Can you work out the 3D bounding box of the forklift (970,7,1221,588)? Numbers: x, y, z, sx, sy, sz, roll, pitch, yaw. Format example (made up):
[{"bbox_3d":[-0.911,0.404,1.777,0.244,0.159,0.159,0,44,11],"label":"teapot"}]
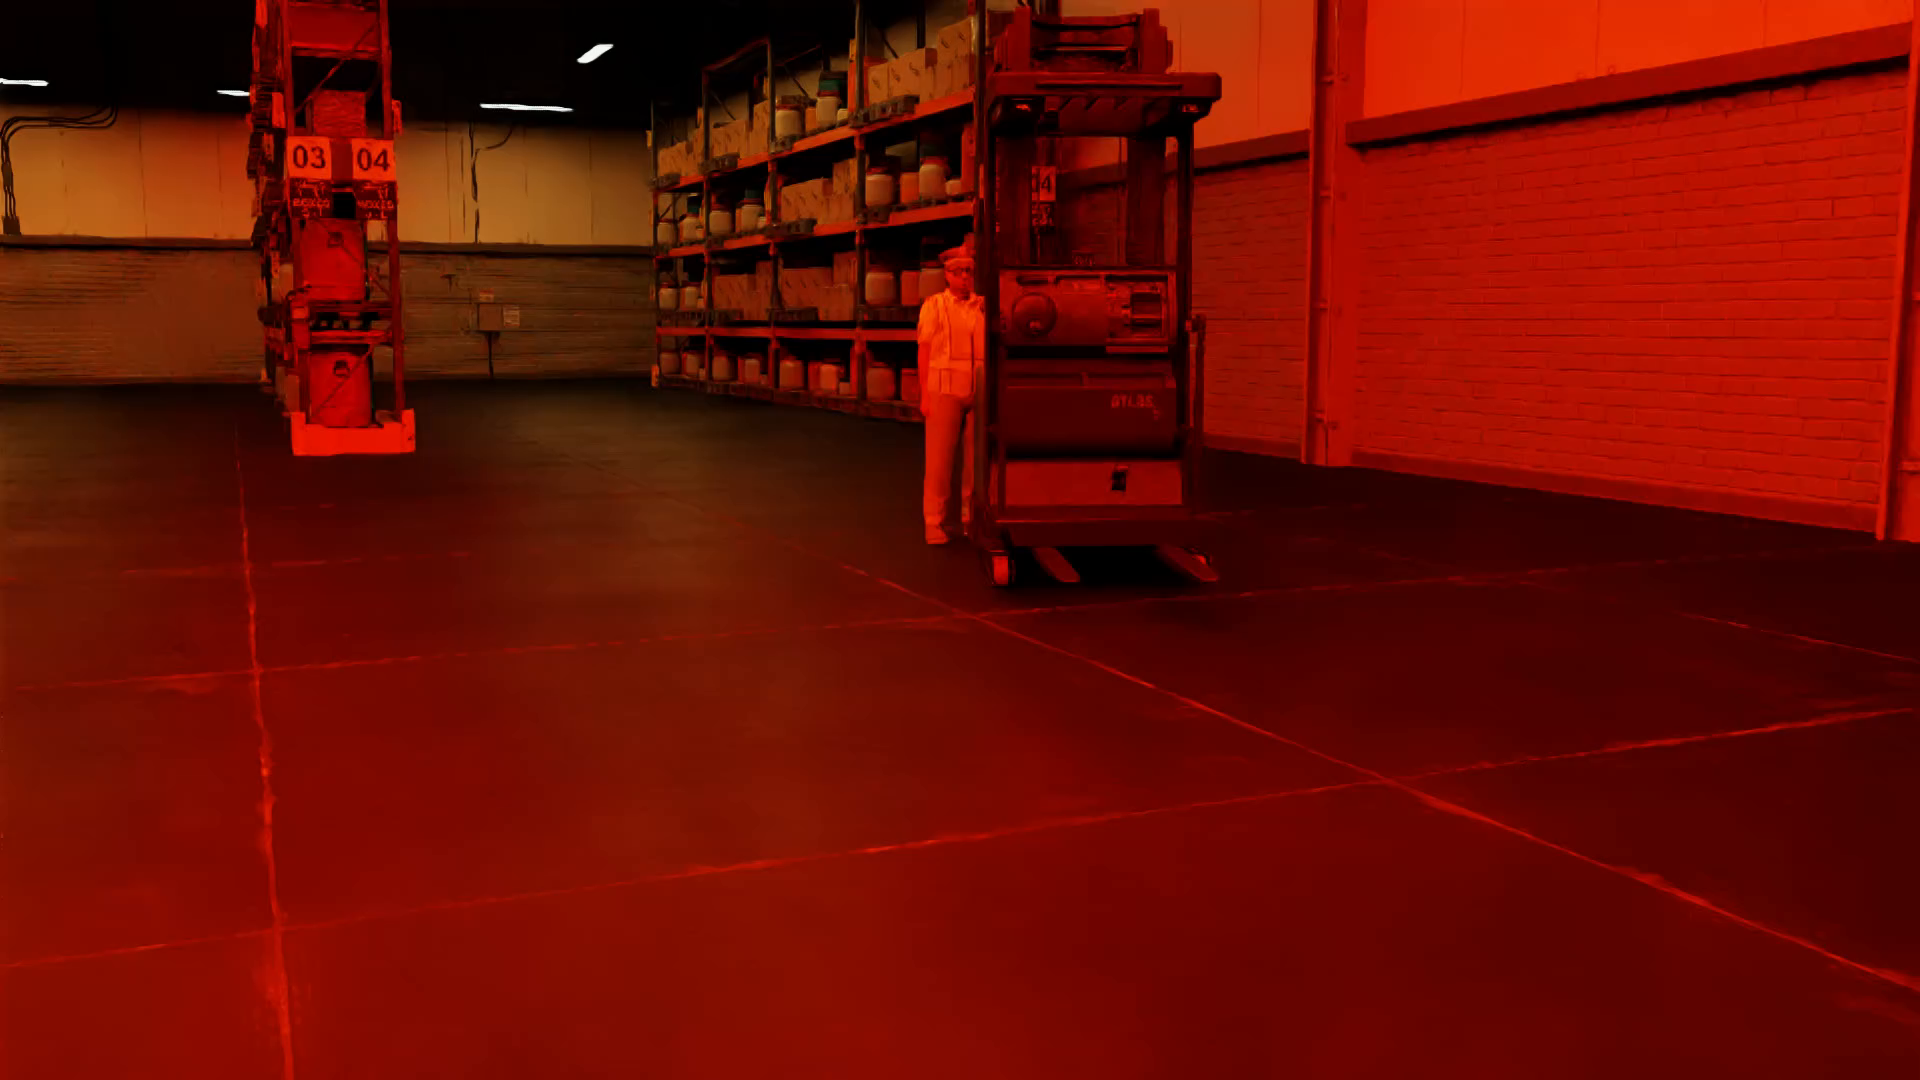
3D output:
[{"bbox_3d":[0.683,-1.256,8.469,1.130,2.935,3.031,0,8,-4],"label":"forklift"}]

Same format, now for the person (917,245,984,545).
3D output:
[{"bbox_3d":[0.007,-0.874,10.024,0.523,1.769,0.396,-3,8,-23],"label":"person"}]
